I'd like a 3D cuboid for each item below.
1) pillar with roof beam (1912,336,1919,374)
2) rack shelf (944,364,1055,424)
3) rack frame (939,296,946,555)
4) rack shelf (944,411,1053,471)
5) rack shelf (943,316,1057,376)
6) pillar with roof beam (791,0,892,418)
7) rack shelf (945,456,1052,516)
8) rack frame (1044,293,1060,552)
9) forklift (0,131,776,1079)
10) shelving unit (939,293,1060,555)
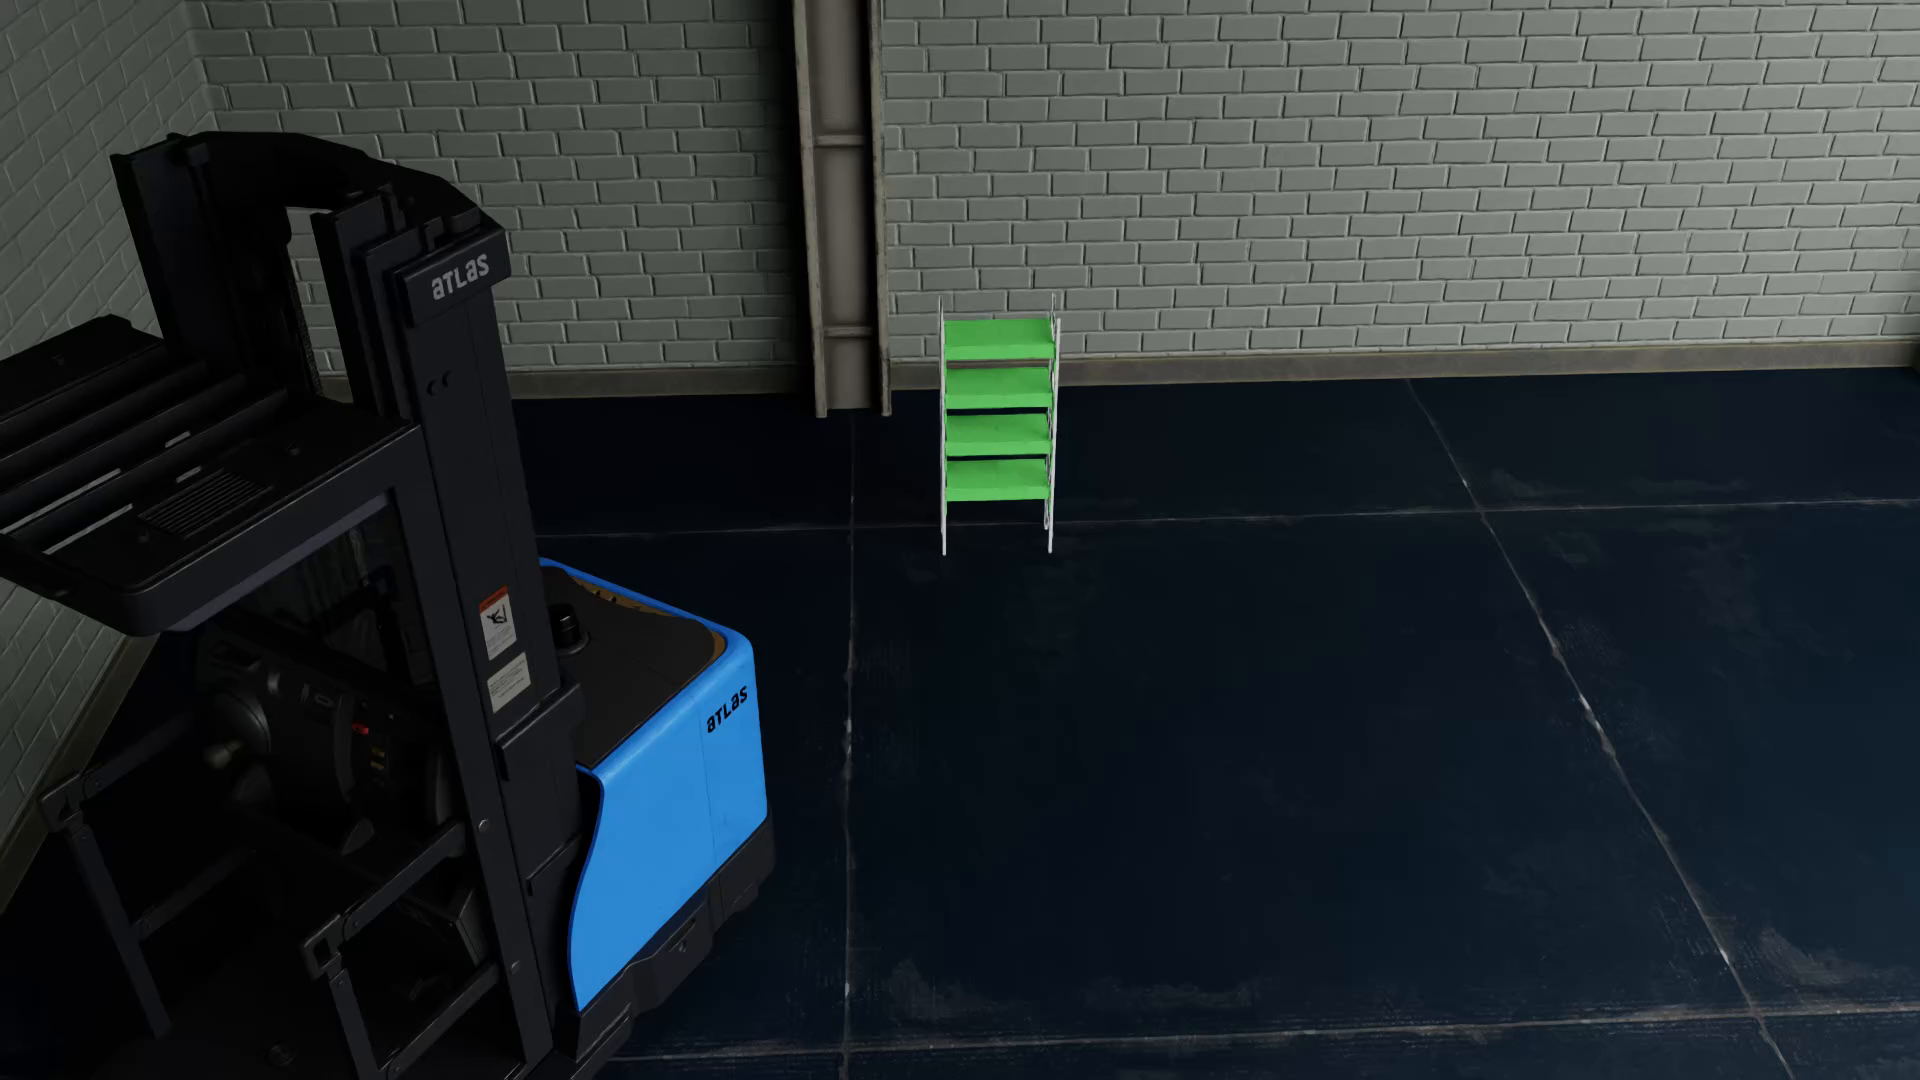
[{"bbox_3d":[5.633,-2.145,2.942,0.400,9.000,9.100,-2,35,-2],"label":"pillar with roof beam"},{"bbox_3d":[0.165,-0.643,7.315,0.480,0.148,0.258,-2,35,-2],"label":"rack shelf"},{"bbox_3d":[-0.078,-0.491,7.405,0.015,1.200,0.240,-2,35,-2],"label":"rack frame"},{"bbox_3d":[0.165,-0.445,7.451,0.480,0.148,0.258,-2,35,-2],"label":"rack shelf"},{"bbox_3d":[0.165,-0.840,7.178,0.480,0.148,0.258,-2,35,-2],"label":"rack shelf"},{"bbox_3d":[-0.360,-1.984,2.709,0.400,9.000,9.100,-2,35,-2],"label":"pillar with roof beam"},{"bbox_3d":[0.165,-0.248,7.588,0.480,0.148,0.258,-2,35,-2],"label":"rack shelf"},{"bbox_3d":[0.409,-0.504,7.424,0.015,1.200,0.240,-2,35,-2],"label":"rack frame"},{"bbox_3d":[-1.839,0.576,4.342,1.130,2.935,3.031,18,39,25],"label":"forklift"},{"bbox_3d":[0.165,-0.498,7.415,0.503,1.200,0.258,-2,35,-2],"label":"shelving unit"}]
